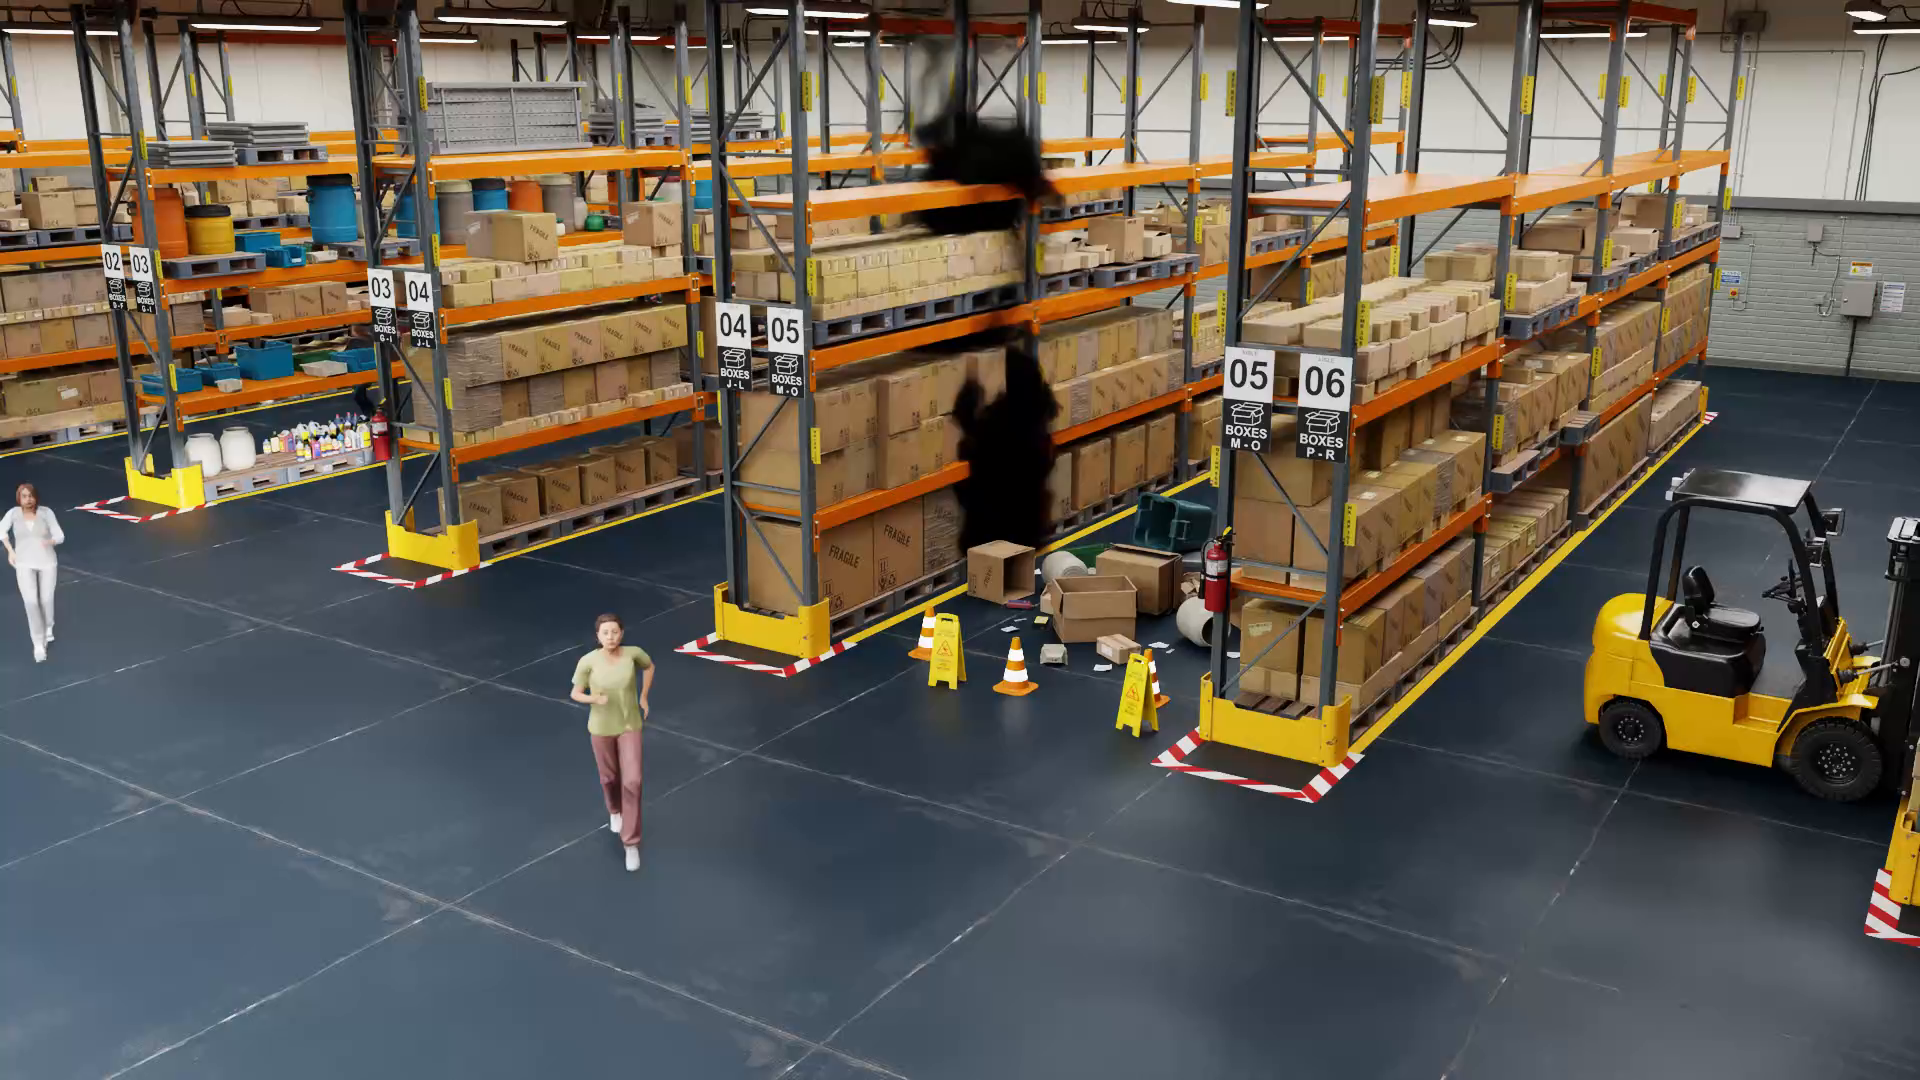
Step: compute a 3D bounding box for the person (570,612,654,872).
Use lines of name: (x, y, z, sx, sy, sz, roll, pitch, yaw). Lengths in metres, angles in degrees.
person: (-2.344, 1.312, 11.320, 0.565, 1.703, 0.814, -3, 16, -11)

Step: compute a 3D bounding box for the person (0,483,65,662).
person: (-8.481, 0.273, 15.277, 0.518, 1.642, 0.718, -10, 18, -32)

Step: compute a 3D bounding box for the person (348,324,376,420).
person: (-9.028, -2.448, 25.046, 0.517, 1.608, 0.639, 8, 17, 26)
